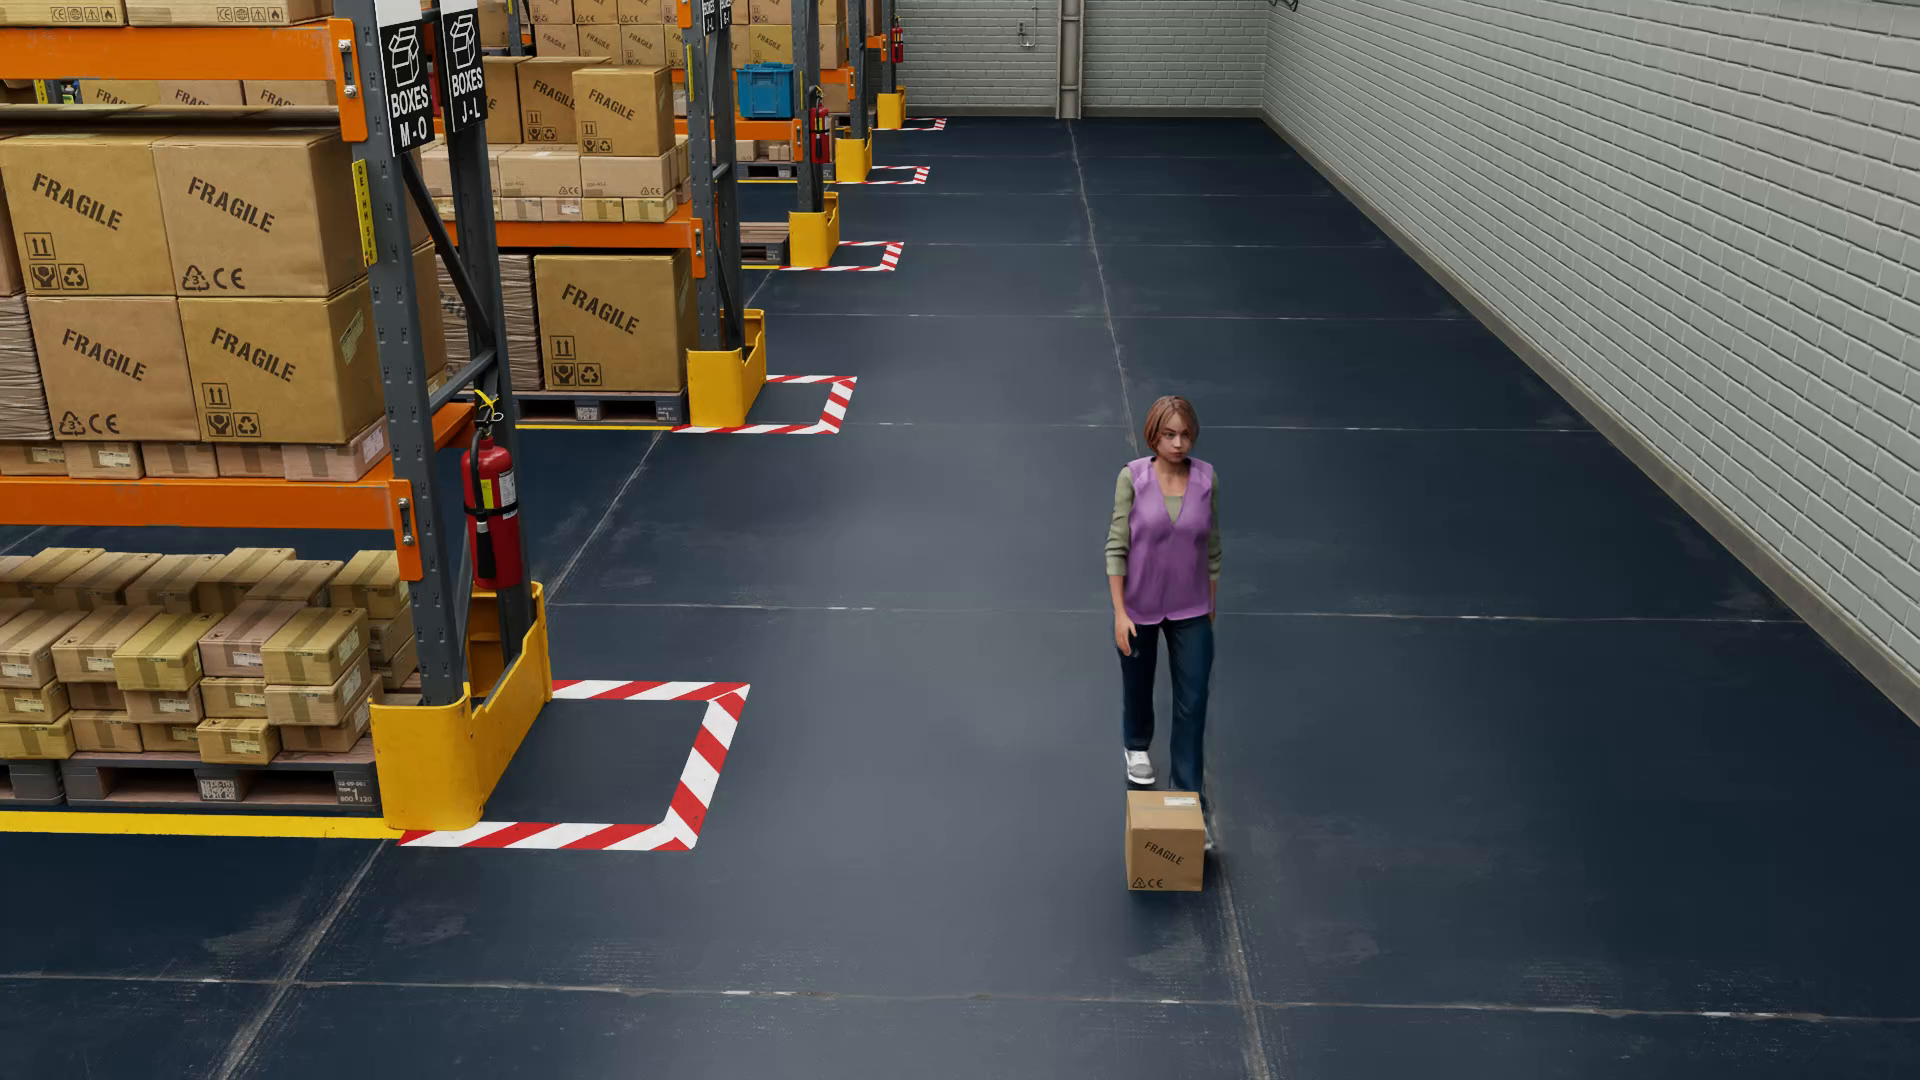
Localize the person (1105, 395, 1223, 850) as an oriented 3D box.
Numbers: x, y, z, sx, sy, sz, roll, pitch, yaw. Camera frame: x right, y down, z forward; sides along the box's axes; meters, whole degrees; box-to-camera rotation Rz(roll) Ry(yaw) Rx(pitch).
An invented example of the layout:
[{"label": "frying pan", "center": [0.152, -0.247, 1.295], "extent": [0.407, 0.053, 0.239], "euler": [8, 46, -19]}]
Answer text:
[{"label": "person", "center": [0.722, 0.277, 5.894], "extent": [0.425, 1.548, 0.838], "euler": [1, 21, 2]}]
